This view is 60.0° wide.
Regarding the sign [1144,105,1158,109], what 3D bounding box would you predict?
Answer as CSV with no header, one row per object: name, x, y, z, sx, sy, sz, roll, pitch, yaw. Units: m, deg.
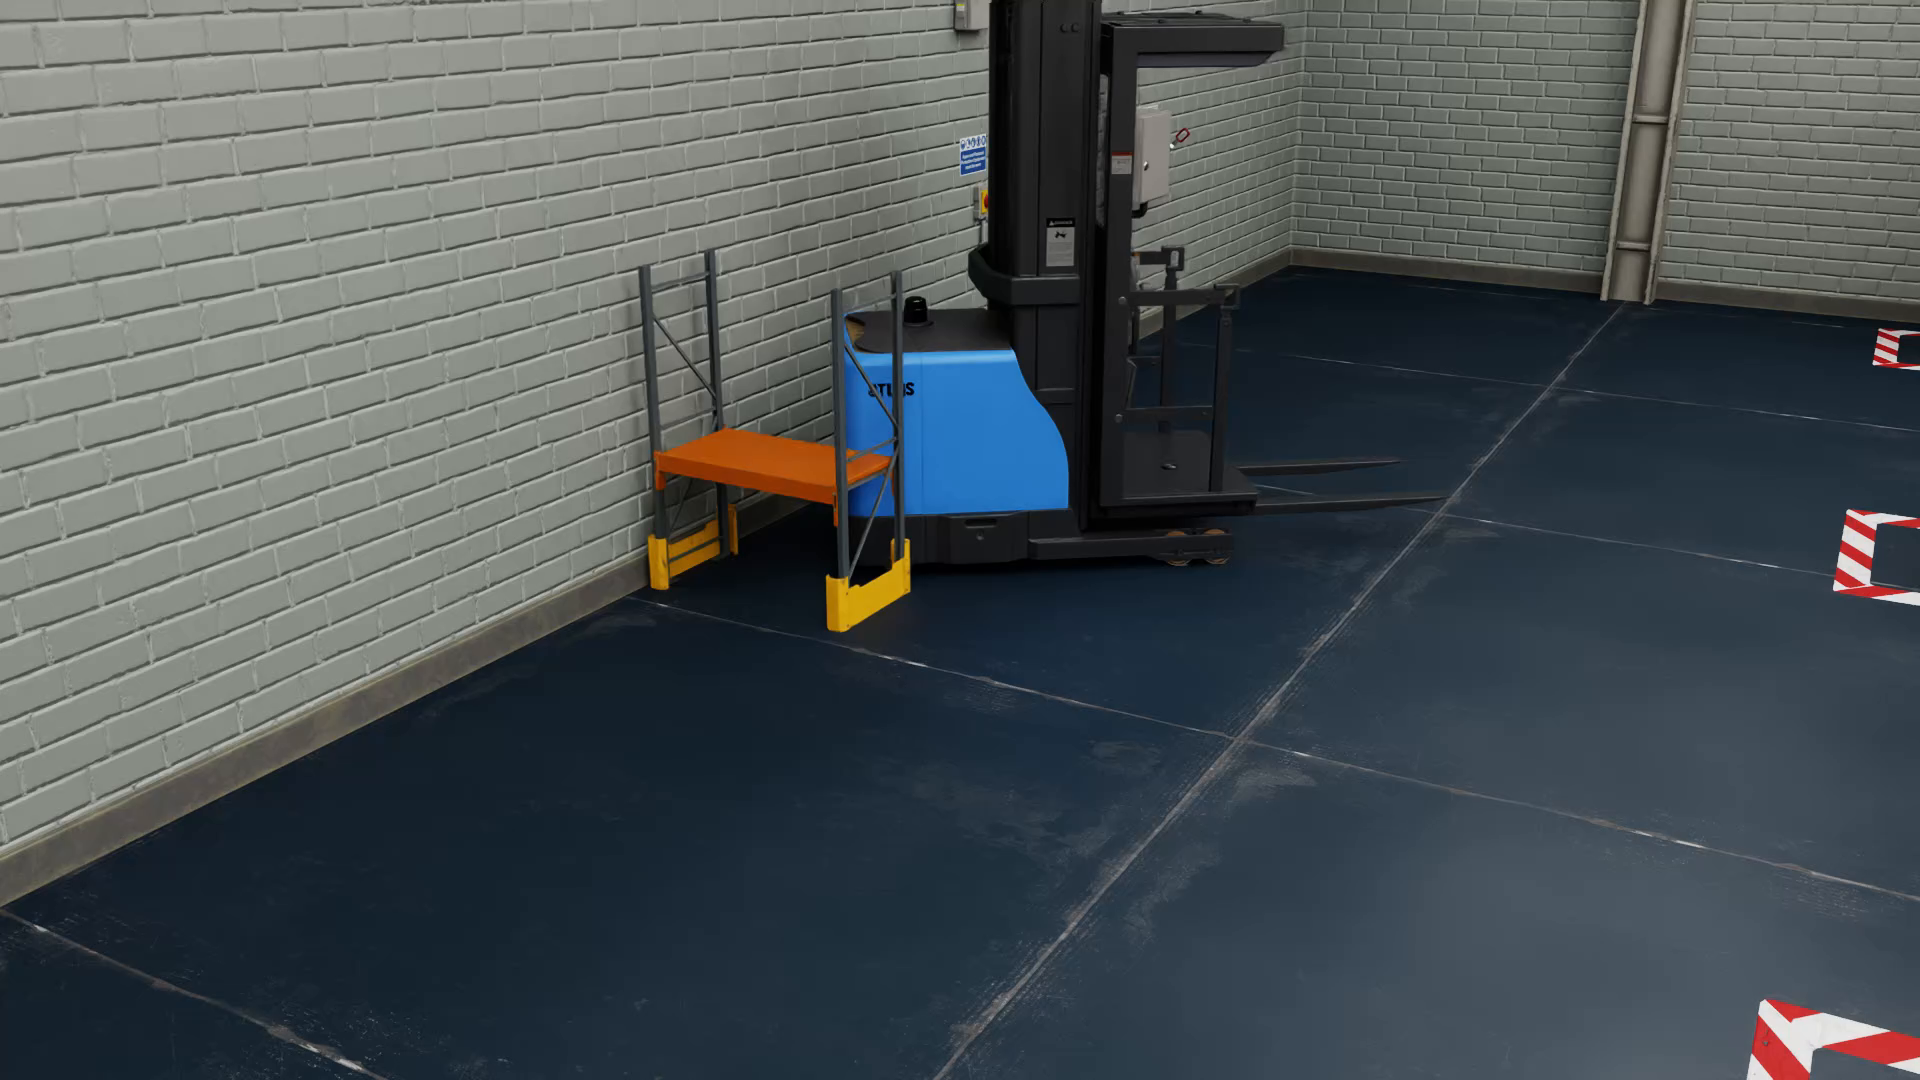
sign,1.368,-2.903,12.110,0.001,0.494,0.329,11,23,27

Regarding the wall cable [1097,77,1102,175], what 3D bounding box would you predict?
wall cable,0.838,-3.067,10.932,0.122,1.984,0.588,11,23,27

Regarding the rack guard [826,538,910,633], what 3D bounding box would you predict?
rack guard,-0.406,0.197,7.454,0.087,0.250,0.587,11,23,28

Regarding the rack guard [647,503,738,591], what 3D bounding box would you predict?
rack guard,-1.266,0.026,7.926,0.087,0.250,0.587,11,23,28

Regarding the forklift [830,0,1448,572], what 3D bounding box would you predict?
forklift,0.894,-1.428,8.002,3.031,2.935,1.130,-3,20,-7

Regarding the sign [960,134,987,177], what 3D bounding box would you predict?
sign,0.079,-2.288,9.879,0.001,0.218,0.327,11,23,27

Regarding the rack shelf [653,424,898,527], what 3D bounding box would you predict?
rack shelf,-0.828,-0.305,7.534,1.000,0.185,0.538,11,23,28

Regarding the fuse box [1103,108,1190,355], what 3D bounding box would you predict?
fuse box,1.308,-2.161,11.813,0.414,1.711,0.539,11,23,27

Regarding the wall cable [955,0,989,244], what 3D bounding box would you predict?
wall cable,0.156,-2.658,9.758,0.123,1.953,0.585,11,23,27

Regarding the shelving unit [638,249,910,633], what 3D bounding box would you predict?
shelving unit,-0.836,-0.476,7.477,1.083,1.500,0.587,11,23,28

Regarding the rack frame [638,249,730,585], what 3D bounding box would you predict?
rack frame,-1.267,-0.562,7.714,0.032,1.500,0.500,11,23,28

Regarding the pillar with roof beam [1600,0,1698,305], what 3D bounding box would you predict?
pillar with roof beam,3.494,-4.968,8.865,0.400,9.000,9.100,11,23,27

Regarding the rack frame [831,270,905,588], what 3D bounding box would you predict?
rack frame,-0.389,-0.387,7.232,0.032,1.500,0.500,11,23,28
